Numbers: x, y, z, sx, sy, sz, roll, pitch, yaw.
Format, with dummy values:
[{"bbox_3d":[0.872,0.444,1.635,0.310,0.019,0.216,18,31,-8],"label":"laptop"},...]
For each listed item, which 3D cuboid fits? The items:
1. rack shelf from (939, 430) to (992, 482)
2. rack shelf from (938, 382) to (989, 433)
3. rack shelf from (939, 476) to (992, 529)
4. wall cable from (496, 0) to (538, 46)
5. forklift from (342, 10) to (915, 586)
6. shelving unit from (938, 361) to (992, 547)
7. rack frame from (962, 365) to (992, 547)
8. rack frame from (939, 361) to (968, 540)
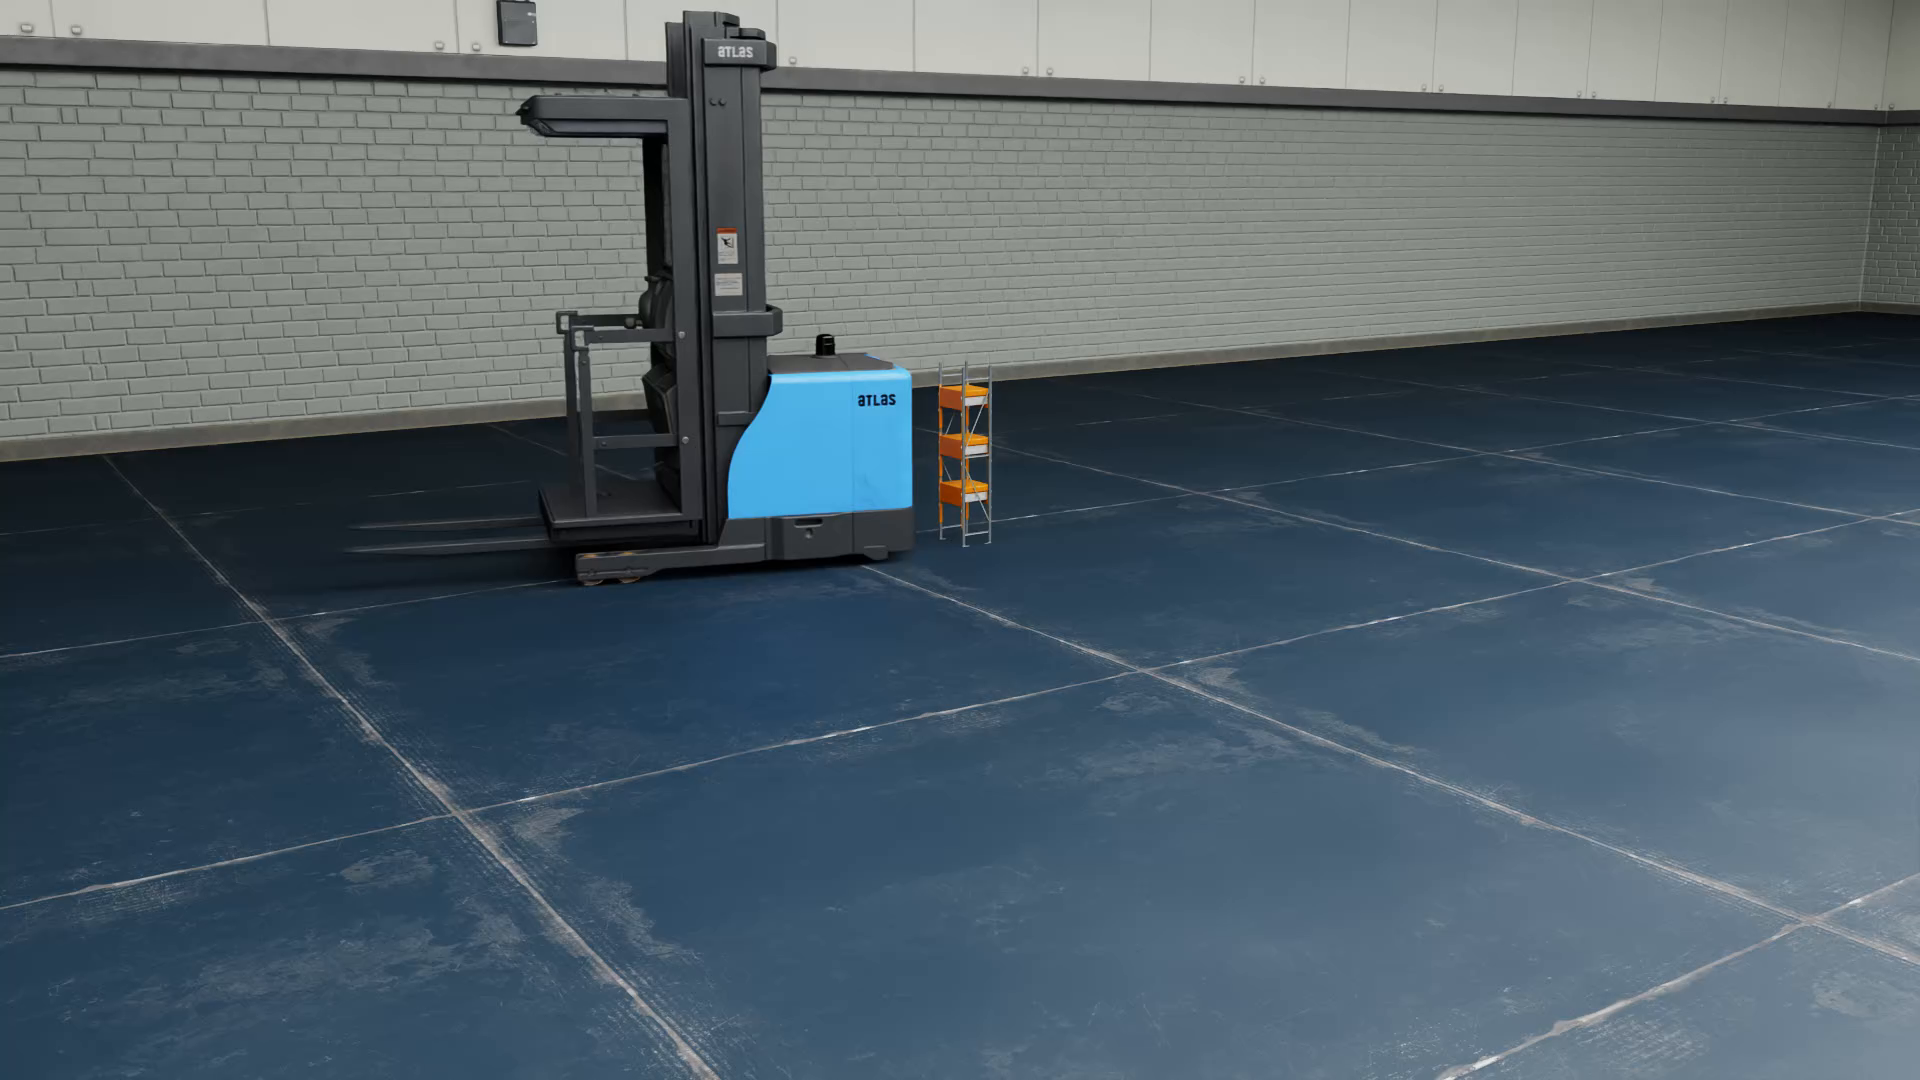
[{"bbox_3d":[0.030,-0.493,9.708,0.215,0.259,0.240,-8,15,-33],"label":"rack shelf"},{"bbox_3d":[0.030,-0.770,9.648,0.215,0.259,0.240,-8,15,-33],"label":"rack shelf"},{"bbox_3d":[0.030,-0.222,9.768,0.215,0.259,0.240,-8,15,-33],"label":"rack shelf"},{"bbox_3d":[-2.906,-7.252,13.999,2.305,6.003,0.169,-8,15,-33],"label":"wall cable"},{"bbox_3d":[-1.828,-1.317,9.023,3.031,2.935,1.130,-4,13,-17],"label":"forklift"},{"bbox_3d":[0.030,-0.503,9.706,0.215,1.050,0.252,-8,15,-33],"label":"shelving unit"},{"bbox_3d":[0.097,-0.482,9.607,0.200,1.050,0.008,-8,15,-33],"label":"rack frame"},{"bbox_3d":[-0.038,-0.525,9.805,0.200,1.050,0.008,-8,15,-33],"label":"rack frame"}]
